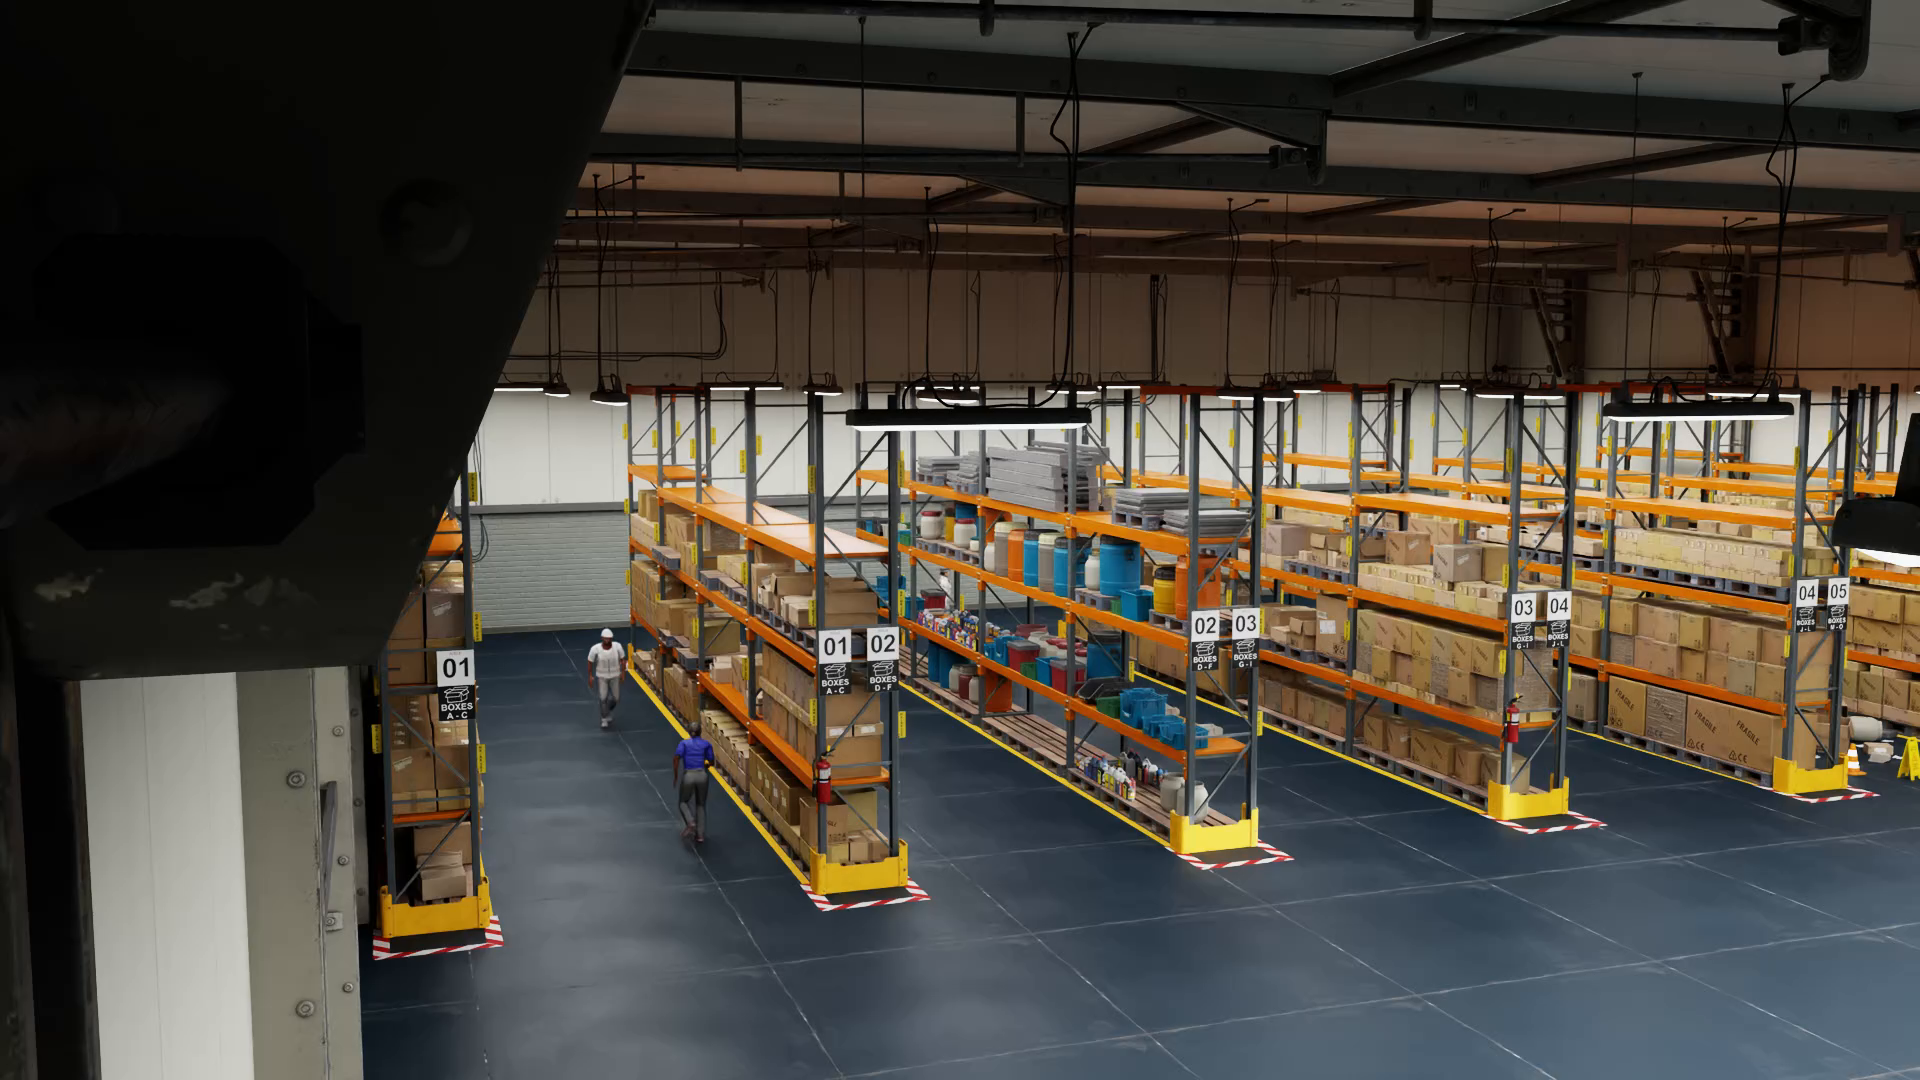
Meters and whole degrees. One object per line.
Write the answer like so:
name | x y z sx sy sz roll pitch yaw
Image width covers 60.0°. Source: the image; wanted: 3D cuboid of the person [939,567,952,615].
person | -0.429 1.454 39.135 0.587 1.661 0.528 0 6 1

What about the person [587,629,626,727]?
person | -6.284 2.421 29.570 0.672 1.746 0.619 -2 6 -20

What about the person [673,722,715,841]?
person | -3.603 3.247 22.517 0.580 1.548 0.726 -2 6 -18
